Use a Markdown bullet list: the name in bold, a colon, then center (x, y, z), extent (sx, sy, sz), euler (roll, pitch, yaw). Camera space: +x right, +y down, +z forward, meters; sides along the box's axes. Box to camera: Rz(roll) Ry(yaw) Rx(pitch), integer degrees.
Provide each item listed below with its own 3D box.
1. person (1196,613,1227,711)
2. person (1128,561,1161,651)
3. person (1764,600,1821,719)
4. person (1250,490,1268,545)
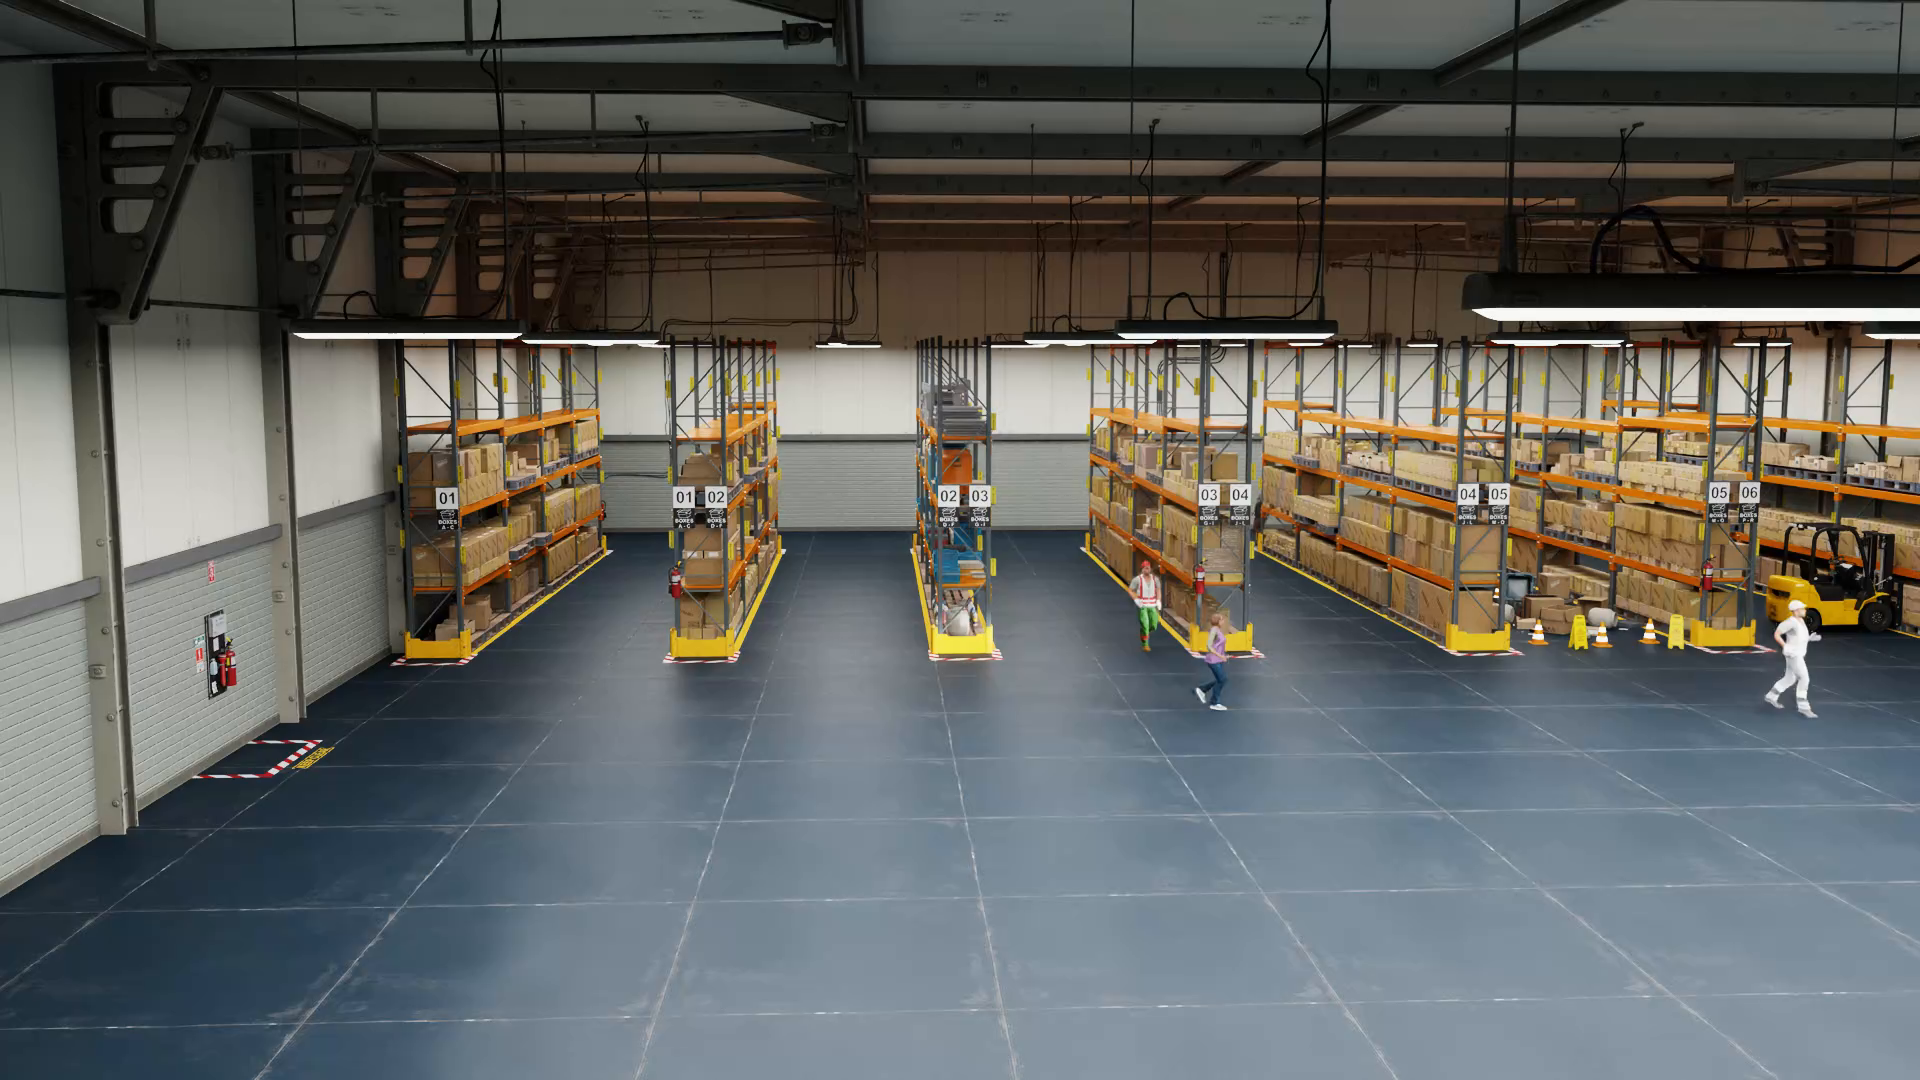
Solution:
- **person**: center (4.023, 1.939, 26.552), extent (0.544, 1.567, 0.559), euler (2, 7, 21)
- **person**: center (3.542, 1.250, 31.876), extent (0.670, 1.731, 0.628), euler (-2, 7, -15)
- **person**: center (13.148, 1.852, 26.224), extent (0.814, 1.824, 0.640), euler (5, 8, 38)
- **person**: center (8.822, -0.668, 48.969), extent (0.584, 1.667, 0.716), euler (-1, 7, -13)
